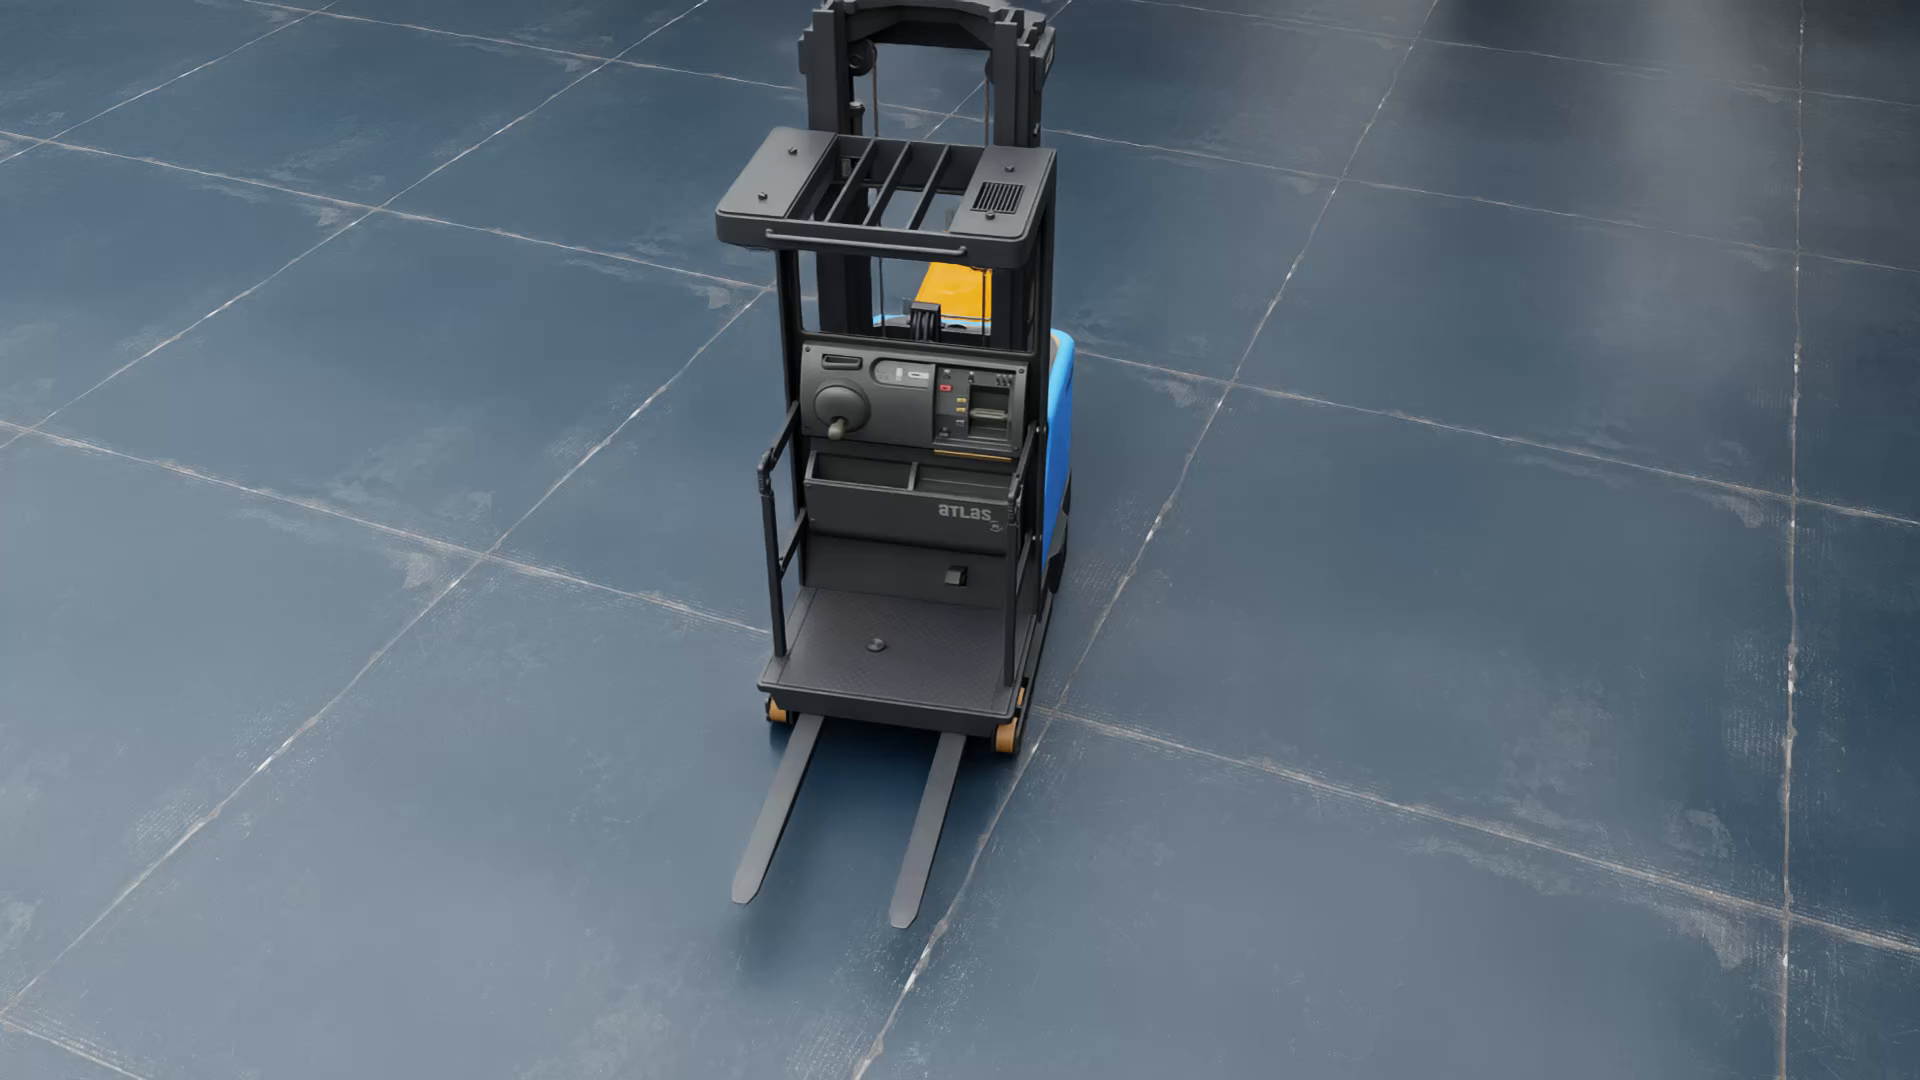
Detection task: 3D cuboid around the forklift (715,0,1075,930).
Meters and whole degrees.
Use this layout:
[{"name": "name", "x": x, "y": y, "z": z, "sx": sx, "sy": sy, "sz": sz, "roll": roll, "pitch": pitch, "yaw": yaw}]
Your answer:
[{"name": "forklift", "x": -0.230, "y": -0.501, "z": 6.574, "sx": 1.130, "sy": 2.935, "sz": 3.031, "roll": 7, "pitch": 37, "yaw": 9}]

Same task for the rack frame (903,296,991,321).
[{"name": "rack frame", "x": -0.029, "y": -0.697, "z": 8.344, "sx": 0.500, "sy": 1.125, "sz": 0.032, "roll": 7, "pitch": 37, "yaw": 9}]

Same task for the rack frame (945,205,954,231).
[{"name": "rack frame", "x": 0.166, "y": -1.294, "z": 9.143, "sx": 0.500, "sy": 1.125, "sz": 0.032, "roll": 7, "pitch": 37, "yaw": 9}]

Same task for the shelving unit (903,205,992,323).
[{"name": "shelving unit", "x": 0.069, "y": -0.995, "z": 8.744, "sx": 0.538, "sy": 1.125, "sz": 1.048, "roll": 7, "pitch": 37, "yaw": 9}]

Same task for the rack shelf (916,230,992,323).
[{"name": "rack shelf", "x": 0.069, "y": -1.230, "z": 8.569, "sx": 0.538, "sy": 0.278, "sz": 1.000, "roll": 7, "pitch": 37, "yaw": 9}]
